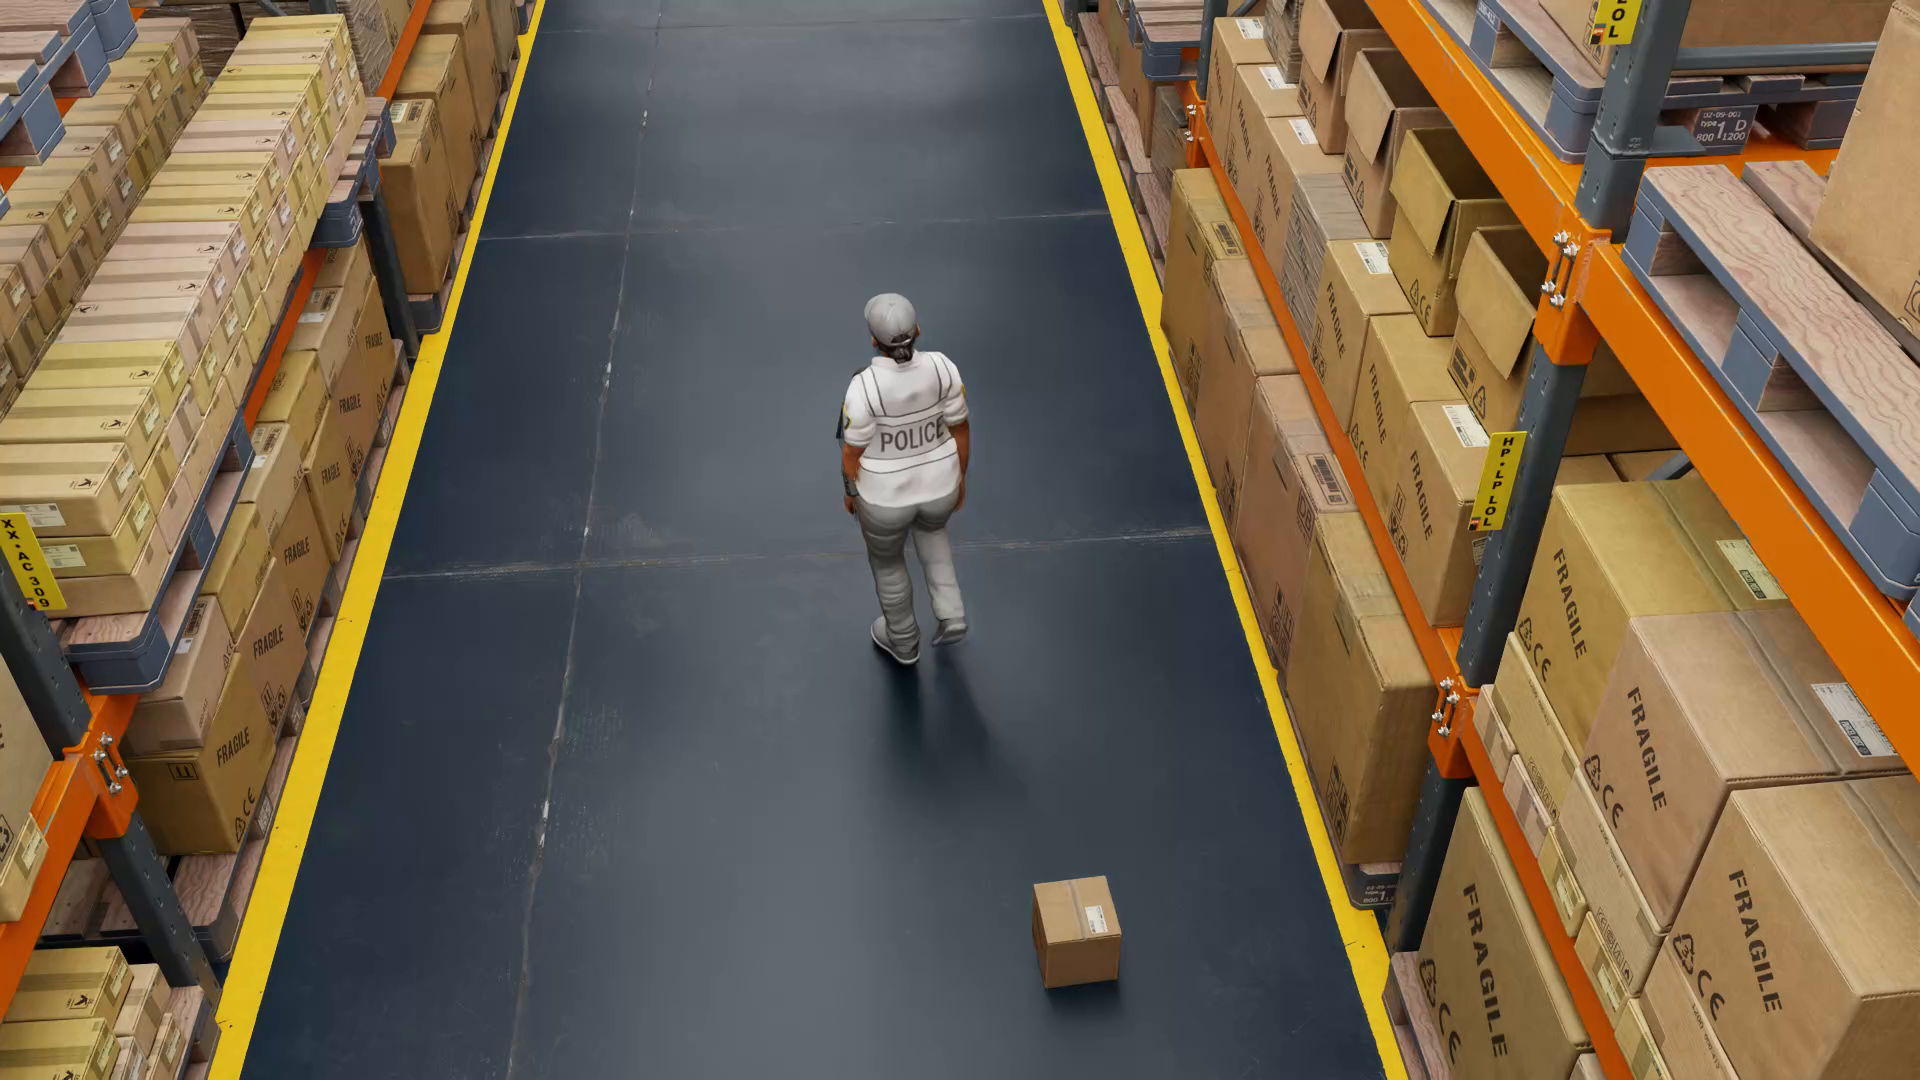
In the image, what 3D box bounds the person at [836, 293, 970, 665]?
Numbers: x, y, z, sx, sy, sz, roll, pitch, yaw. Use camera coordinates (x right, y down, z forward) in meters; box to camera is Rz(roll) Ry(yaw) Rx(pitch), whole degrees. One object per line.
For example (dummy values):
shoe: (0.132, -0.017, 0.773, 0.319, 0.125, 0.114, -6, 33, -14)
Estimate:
person: (-0.205, -0.202, 6.366, 0.485, 1.661, 0.463, -18, 43, -21)
